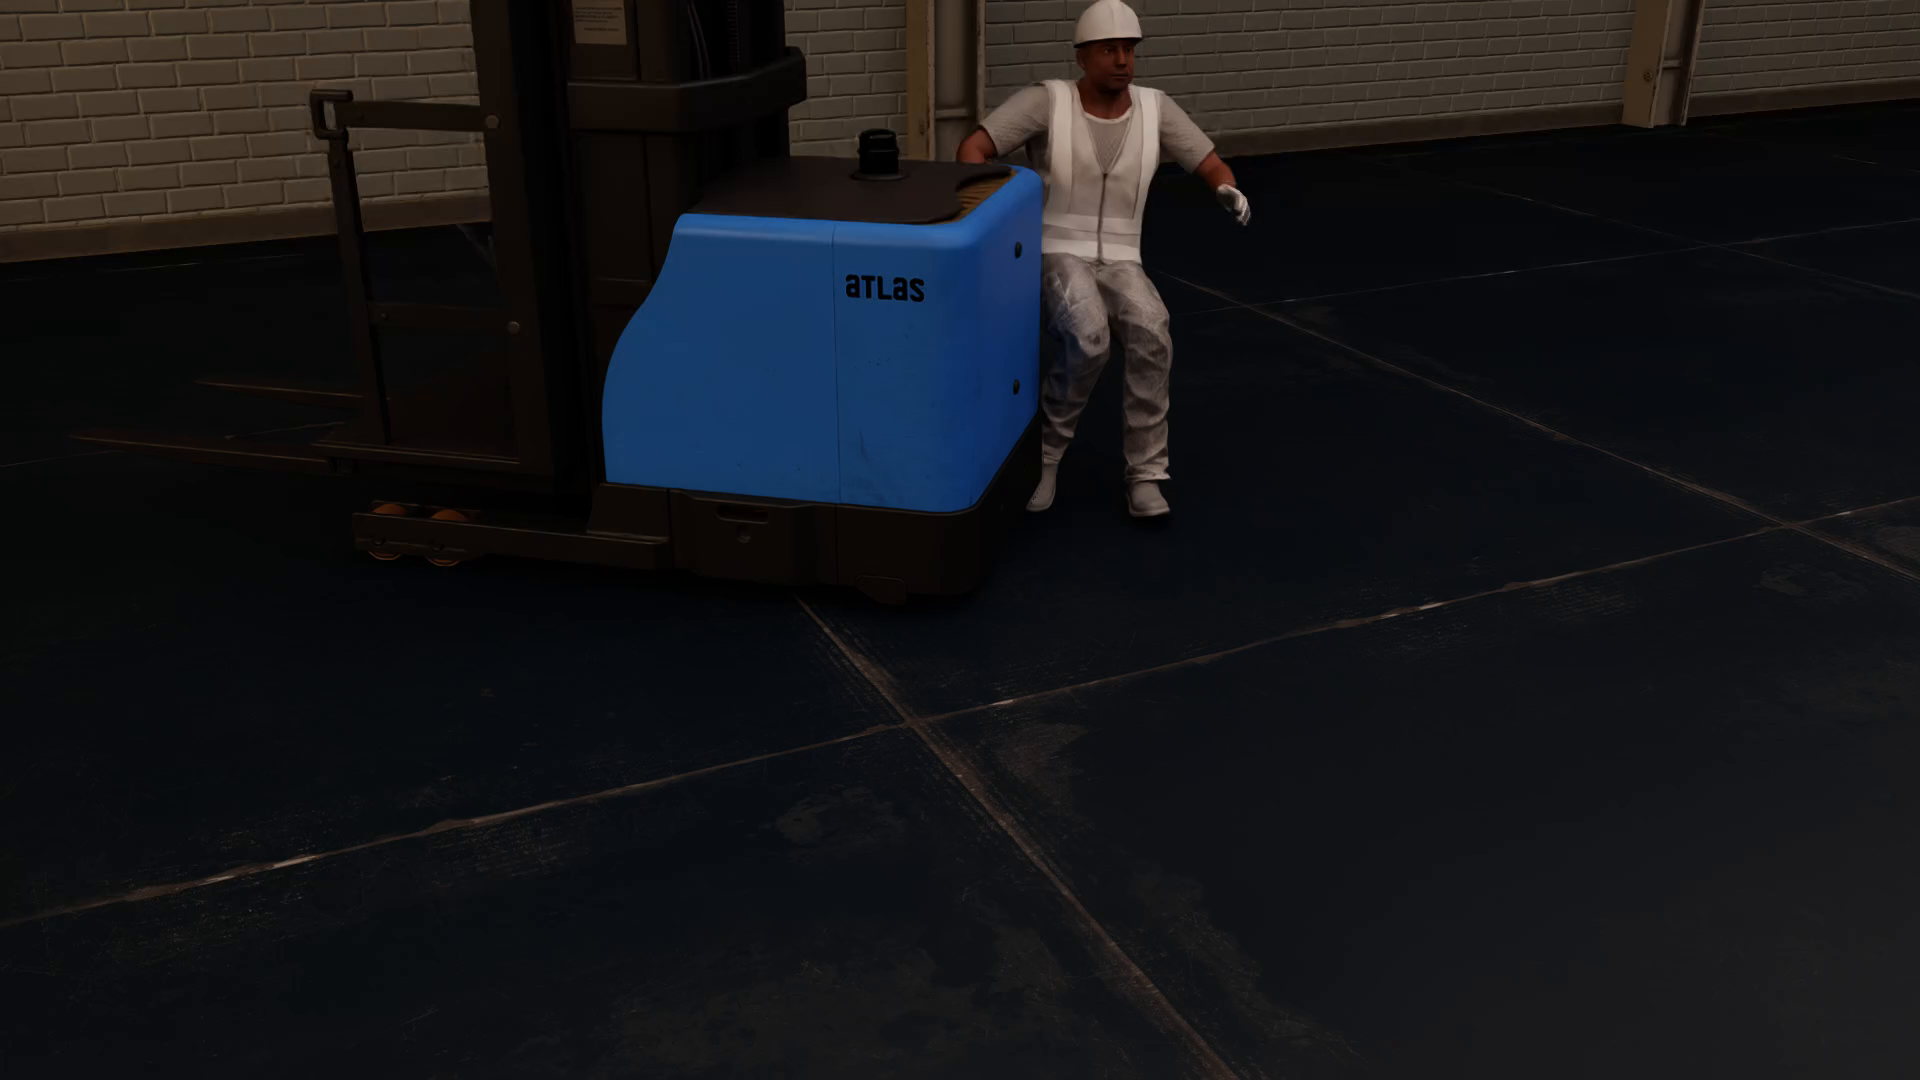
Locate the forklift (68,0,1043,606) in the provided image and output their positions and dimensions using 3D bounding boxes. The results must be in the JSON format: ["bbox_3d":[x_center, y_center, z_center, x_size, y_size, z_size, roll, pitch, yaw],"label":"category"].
[{"bbox_3d":[-1.311,-1.462,4.806,3.031,2.935,1.130,6,23,13],"label":"forklift"}]

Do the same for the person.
[{"bbox_3d":[0.485,-0.893,5.276,0.922,1.540,0.885,-8,24,-19],"label":"person"}]
